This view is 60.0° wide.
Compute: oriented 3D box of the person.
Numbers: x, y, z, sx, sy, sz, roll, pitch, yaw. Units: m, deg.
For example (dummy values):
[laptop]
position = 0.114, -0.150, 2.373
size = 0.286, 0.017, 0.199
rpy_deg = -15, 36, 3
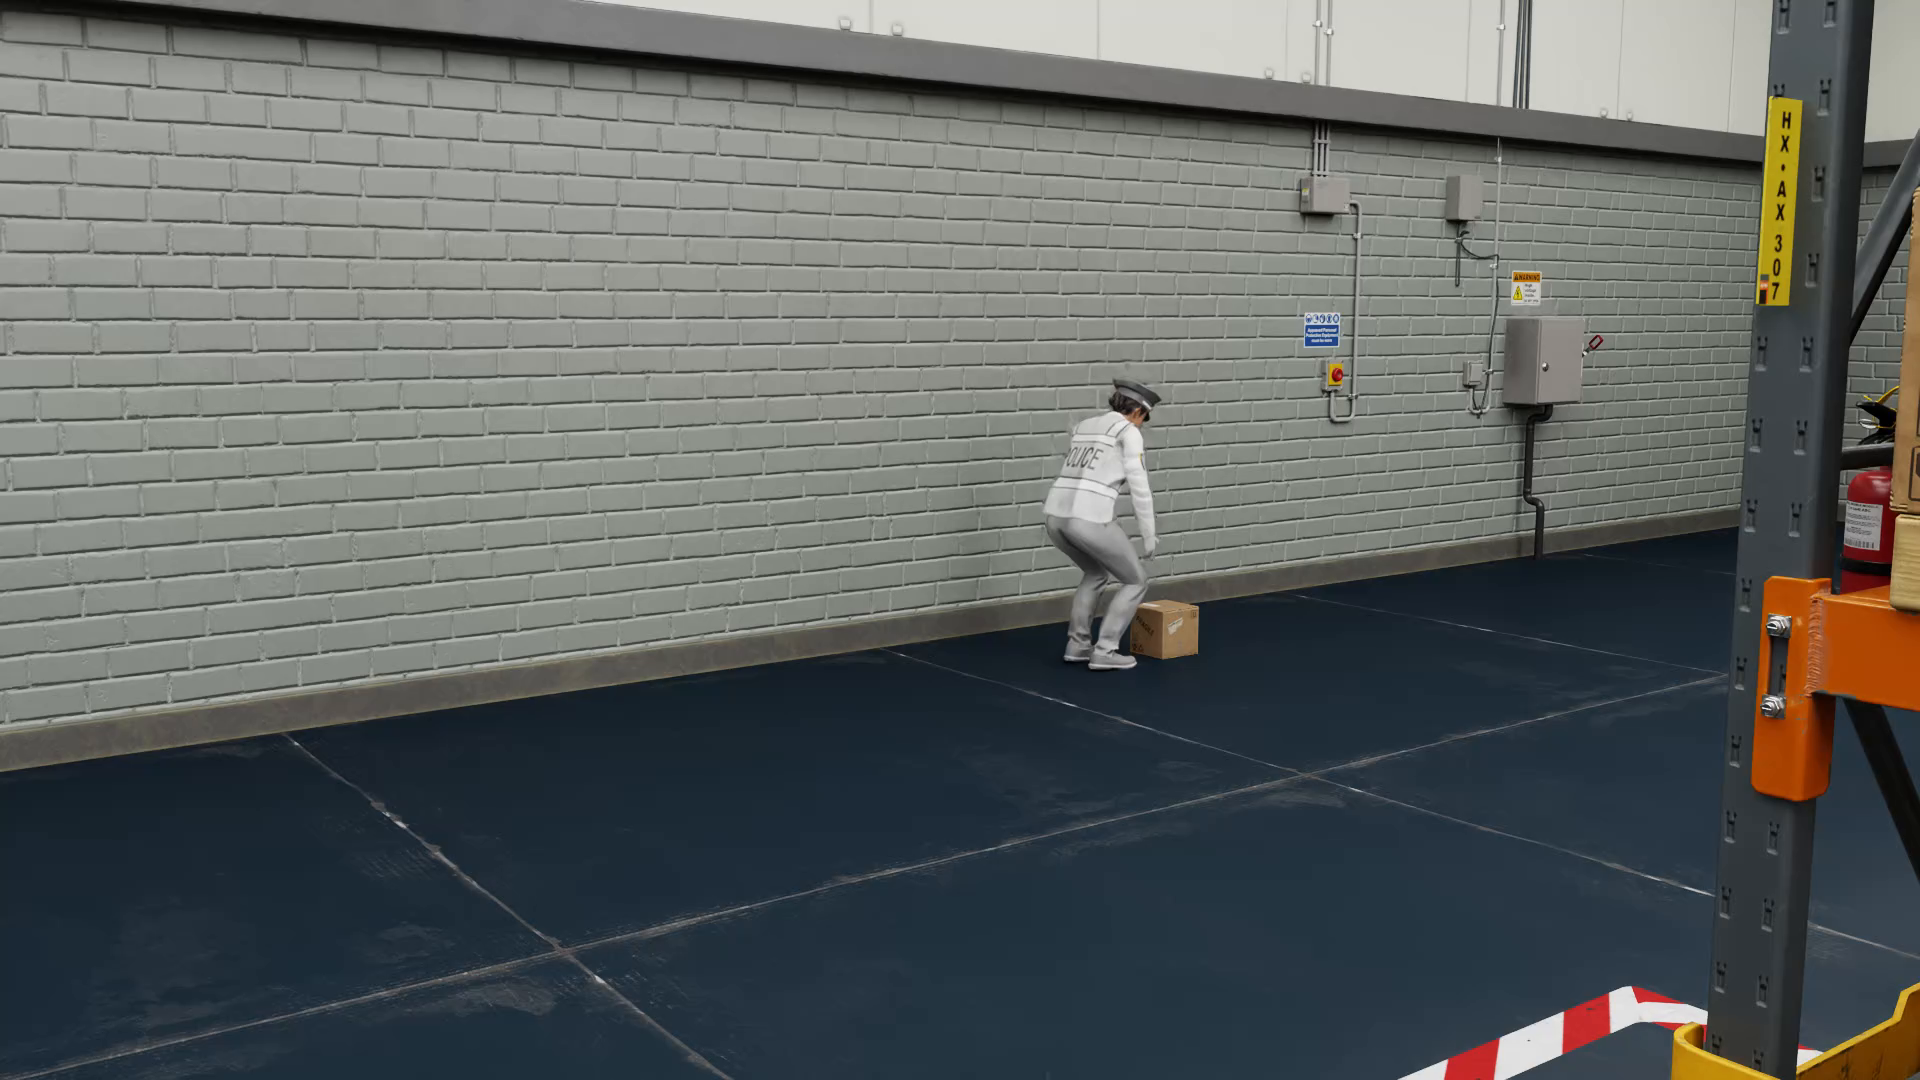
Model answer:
[person]
position = 0.713, -0.083, 8.312
size = 0.674, 1.426, 0.534
rpy_deg = -6, 10, -36
